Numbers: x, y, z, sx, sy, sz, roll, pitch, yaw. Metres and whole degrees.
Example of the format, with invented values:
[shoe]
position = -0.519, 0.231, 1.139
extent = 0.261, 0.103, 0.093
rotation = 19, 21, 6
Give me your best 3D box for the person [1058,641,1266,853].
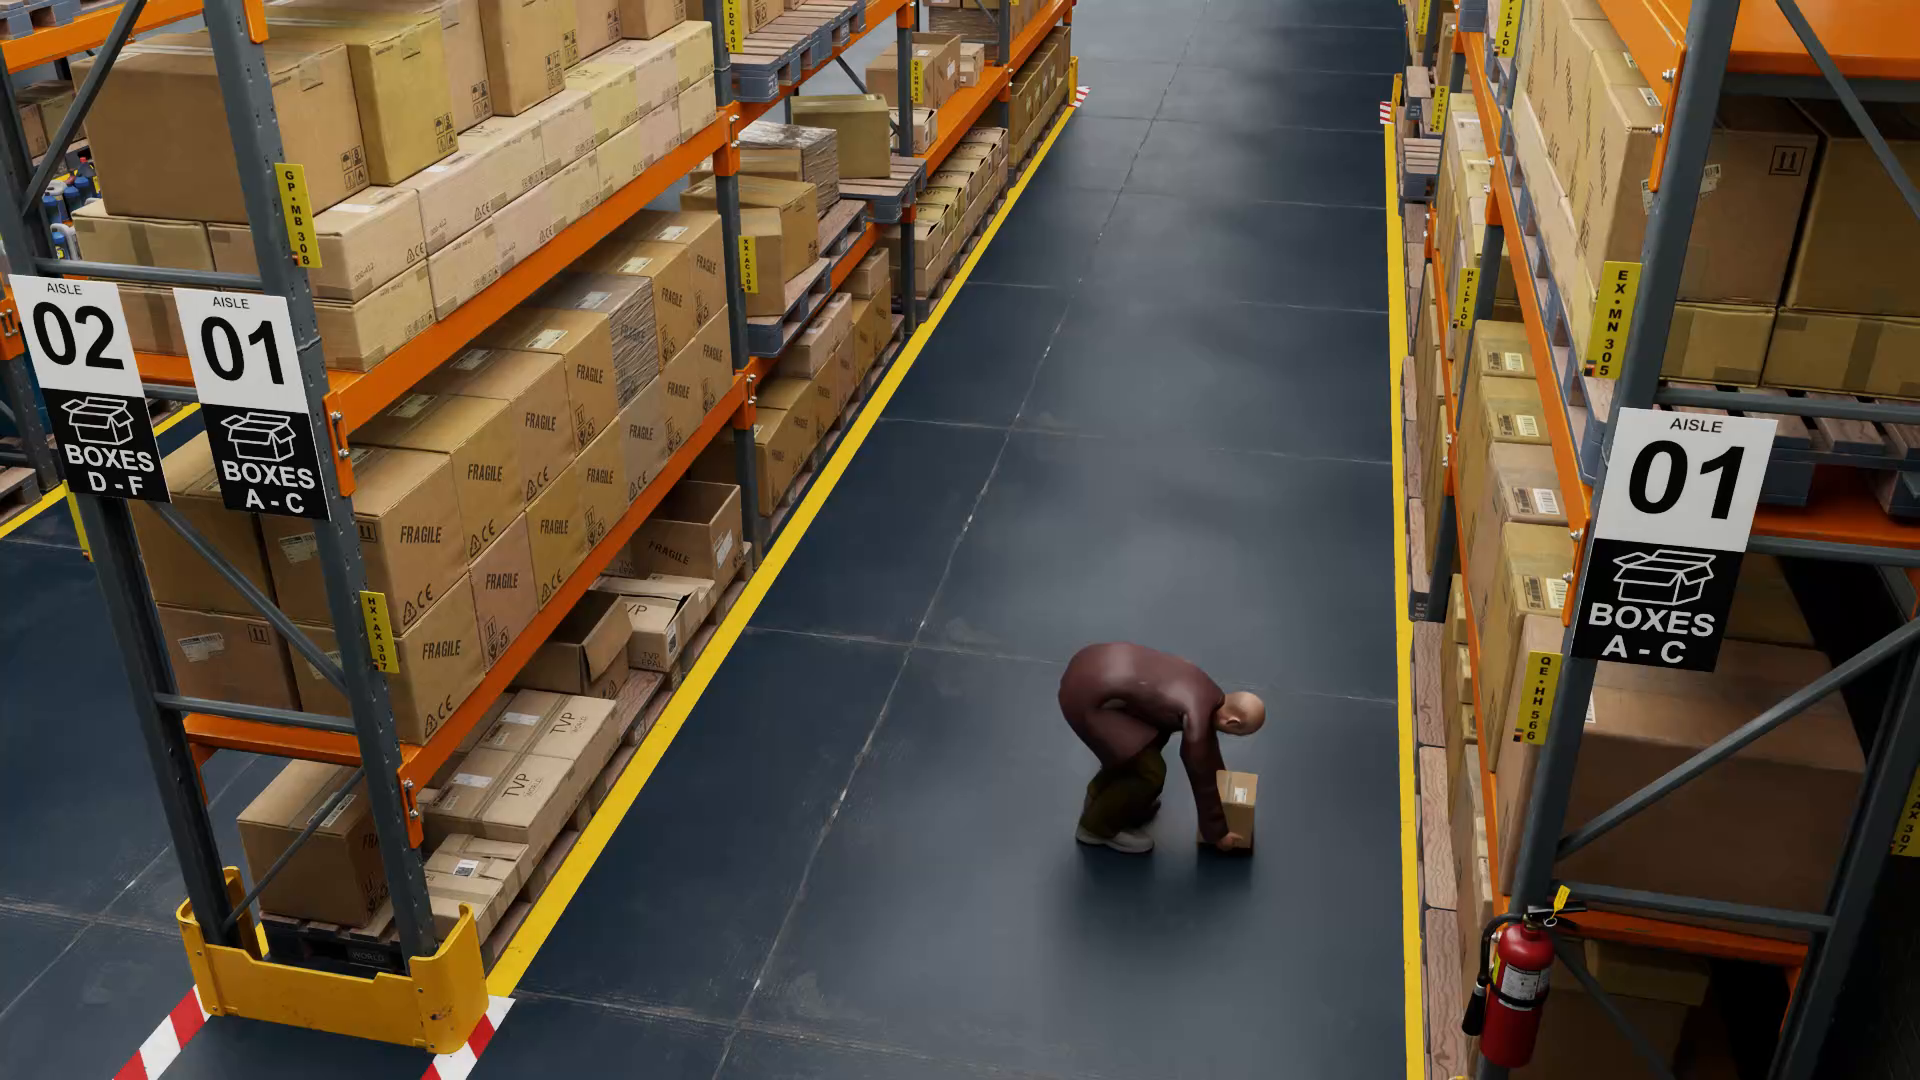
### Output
[person]
position = 0.920, 0.949, 7.704
extent = 0.942, 0.996, 0.591
rotation = 4, 29, 8
